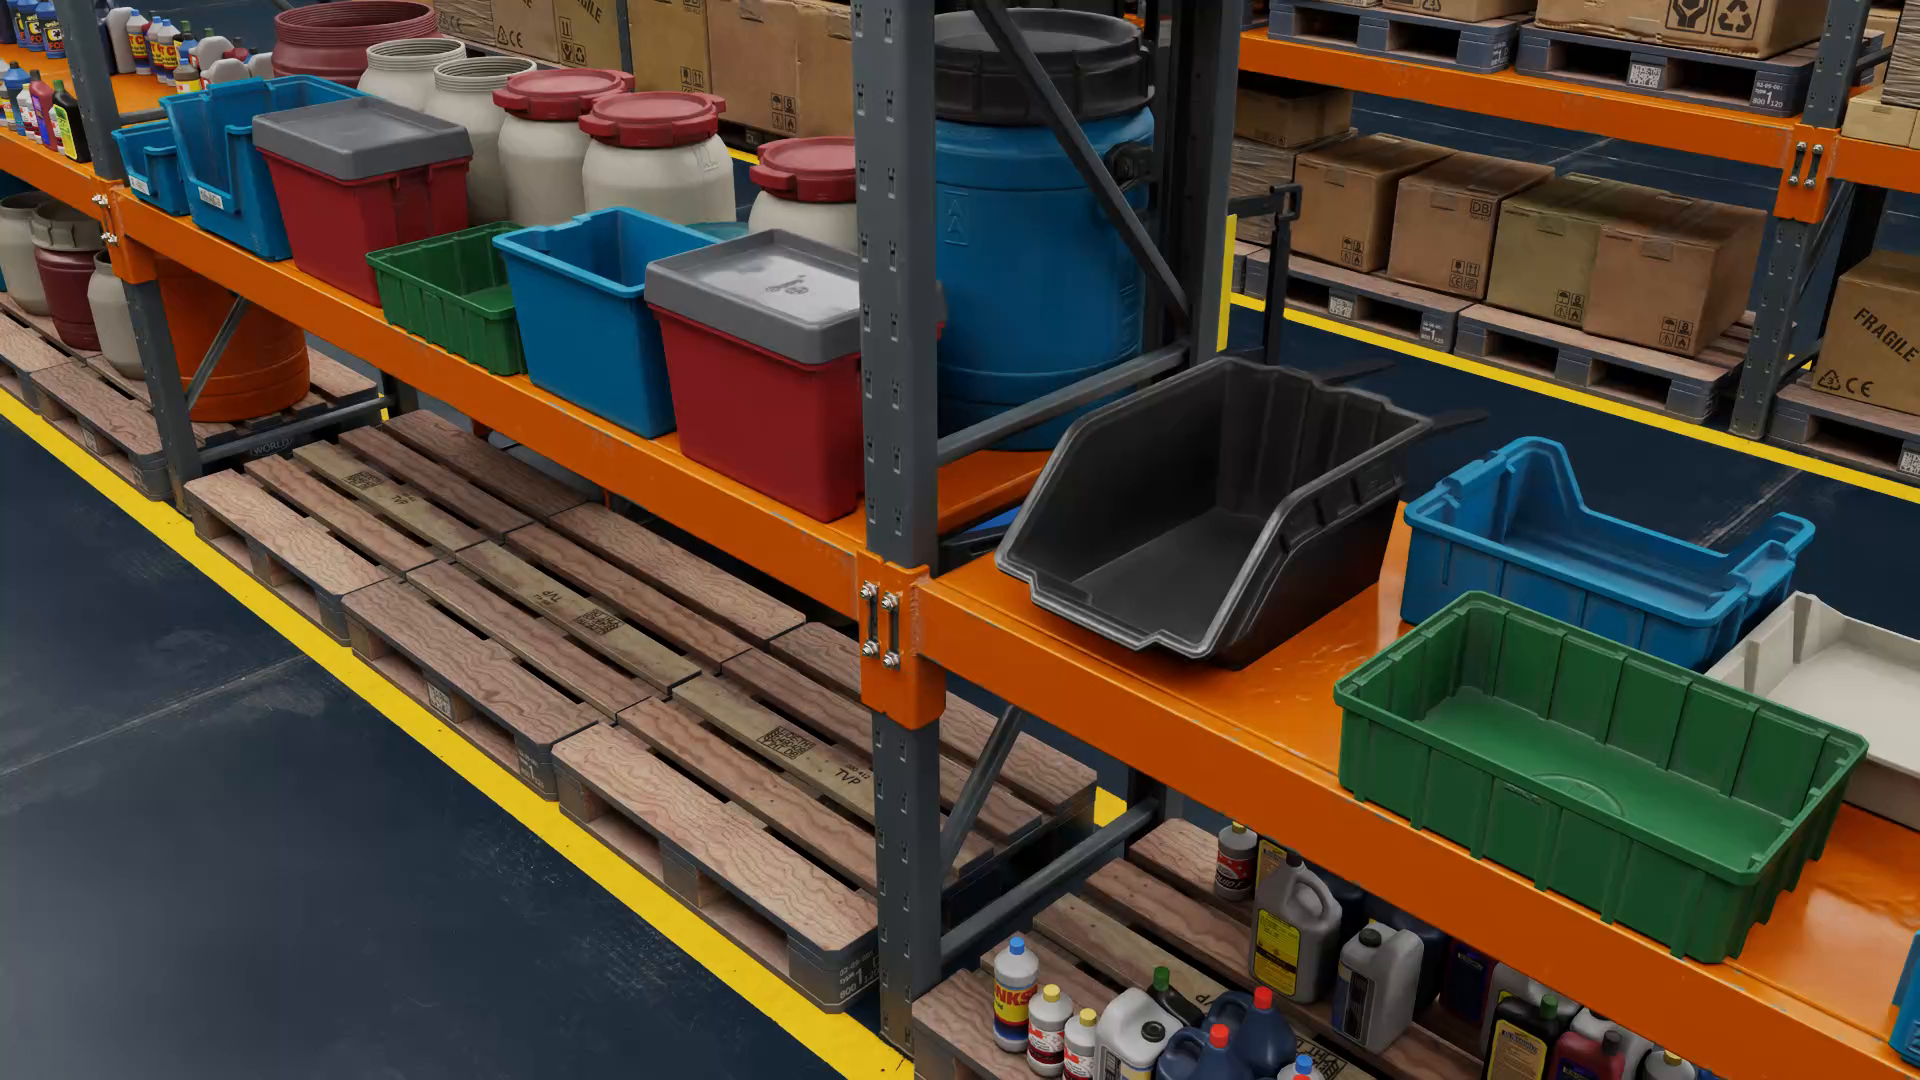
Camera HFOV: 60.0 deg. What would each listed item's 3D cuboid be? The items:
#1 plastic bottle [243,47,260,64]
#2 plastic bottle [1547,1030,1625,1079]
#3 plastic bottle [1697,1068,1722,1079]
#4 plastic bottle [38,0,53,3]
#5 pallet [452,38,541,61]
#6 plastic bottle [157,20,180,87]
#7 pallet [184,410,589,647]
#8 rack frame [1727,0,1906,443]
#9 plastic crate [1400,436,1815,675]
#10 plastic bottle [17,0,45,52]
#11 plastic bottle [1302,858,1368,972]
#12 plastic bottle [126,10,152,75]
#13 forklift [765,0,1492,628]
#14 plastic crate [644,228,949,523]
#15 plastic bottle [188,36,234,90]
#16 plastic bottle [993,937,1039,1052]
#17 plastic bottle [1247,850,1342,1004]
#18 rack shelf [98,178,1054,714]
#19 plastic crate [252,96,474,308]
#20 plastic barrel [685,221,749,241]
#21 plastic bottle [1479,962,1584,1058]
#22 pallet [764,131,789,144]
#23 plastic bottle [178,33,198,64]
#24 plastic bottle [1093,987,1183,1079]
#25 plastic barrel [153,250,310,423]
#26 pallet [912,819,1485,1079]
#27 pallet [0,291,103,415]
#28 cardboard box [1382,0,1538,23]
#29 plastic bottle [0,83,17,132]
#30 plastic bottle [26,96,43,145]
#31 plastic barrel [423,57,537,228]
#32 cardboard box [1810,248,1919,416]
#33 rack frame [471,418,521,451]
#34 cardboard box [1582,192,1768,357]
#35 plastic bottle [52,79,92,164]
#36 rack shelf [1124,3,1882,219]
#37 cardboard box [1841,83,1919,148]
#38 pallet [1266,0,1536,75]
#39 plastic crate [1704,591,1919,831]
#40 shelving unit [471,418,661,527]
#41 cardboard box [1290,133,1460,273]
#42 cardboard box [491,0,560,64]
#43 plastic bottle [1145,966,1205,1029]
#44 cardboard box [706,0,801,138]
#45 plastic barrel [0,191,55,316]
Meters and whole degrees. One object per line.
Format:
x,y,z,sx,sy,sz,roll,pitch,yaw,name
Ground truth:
-2.796,-1.826,6.638,0.097,0.271,0.097,0,28,0,plastic bottle
1.269,1.098,3.386,0.133,0.283,0.061,25,36,38,plastic bottle
1.520,1.130,3.337,0.097,0.271,0.097,0,28,0,plastic bottle
-4.279,-2.489,7.893,0.135,0.276,0.152,25,36,38,plastic bottle
-3.391,-3.974,13.582,1.213,0.211,1.003,25,36,38,pallet
-3.385,-2.096,7.151,0.097,0.271,0.097,0,28,0,plastic bottle
-2.125,-0.088,6.190,1.213,0.211,1.003,25,36,38,pallet
3.675,-1.926,6.690,0.127,3.000,1.000,25,36,38,rack frame
1.182,0.054,3.083,0.616,0.251,0.499,25,36,38,plastic crate
-4.353,-2.439,7.804,0.097,0.271,0.097,0,28,0,plastic bottle
0.863,0.810,3.860,0.185,0.351,0.144,23,36,37,plastic bottle
-3.619,-2.203,7.355,0.097,0.271,0.097,0,28,0,plastic bottle
0.648,-1.447,5.852,3.031,2.935,1.130,-13,30,-22,forklift
-0.358,-0.367,3.657,0.583,0.464,0.402,25,36,38,plastic crate
-3.062,-1.932,6.835,0.135,0.276,0.152,25,36,38,plastic bottle
0.122,0.980,3.622,0.097,0.271,0.097,0,28,0,plastic bottle
0.762,0.858,3.769,0.185,0.351,0.144,25,36,38,plastic bottle
-1.224,-0.617,4.973,4.000,0.370,1.077,25,36,38,rack shelf
-1.712,-0.987,4.835,0.583,0.464,0.402,25,36,38,plastic crate
-0.634,-0.704,4.514,0.301,0.262,0.301,0,28,0,plastic barrel
1.231,0.978,3.541,0.185,0.351,0.144,24,36,38,plastic bottle
-0.553,-2.677,11.115,1.213,0.211,1.003,25,36,38,pallet
-3.168,-1.957,6.887,0.097,0.271,0.097,0,28,0,plastic bottle
0.372,1.074,3.438,0.152,0.276,0.135,-24,36,-37,plastic bottle
-3.011,-0.967,6.746,0.708,0.830,0.600,25,36,38,plastic barrel
0.652,1.185,3.770,1.213,0.211,1.003,25,36,38,pallet
-4.107,-0.995,7.915,1.213,0.211,1.003,25,36,38,pallet
2.374,-2.693,7.586,0.797,0.503,0.637,-21,34,-34,cardboard box
-3.680,-1.704,6.482,0.097,0.201,0.097,0,28,0,plastic bottle
-3.472,-1.609,6.300,0.097,0.201,0.097,0,28,0,plastic bottle
-1.466,-1.235,5.255,0.421,0.512,0.421,0,28,0,plastic barrel
3.932,-0.862,6.901,0.500,0.500,0.500,23,36,37,cardboard box
-1.781,-0.851,6.648,0.500,1.125,0.032,-25,35,-36,rack frame
3.252,-1.222,7.564,0.500,0.500,0.700,21,34,35,cardboard box
-3.238,-1.526,6.055,0.133,0.283,0.061,25,36,38,plastic bottle
2.249,-2.260,8.099,4.000,0.370,1.077,25,36,38,rack shelf
3.617,-1.645,6.425,0.250,0.149,0.380,25,36,38,cardboard box
2.263,-2.514,8.014,1.213,0.211,1.003,25,36,38,pallet
1.538,0.280,2.778,0.437,0.136,0.530,25,36,38,plastic crate
-1.435,-0.692,6.311,0.538,1.125,1.048,-25,35,-36,shelving unit
2.128,-1.748,8.565,0.700,0.500,0.500,-22,35,-35,cardboard box
-3.086,-4.317,13.070,0.875,0.875,0.875,25,36,38,cardboard box
0.446,1.035,3.504,0.133,0.283,0.061,25,36,38,plastic bottle
-0.922,-3.288,11.113,0.875,0.875,1.225,23,36,37,cardboard box
-4.282,-1.349,7.815,0.421,0.512,0.421,0,28,0,plastic barrel
